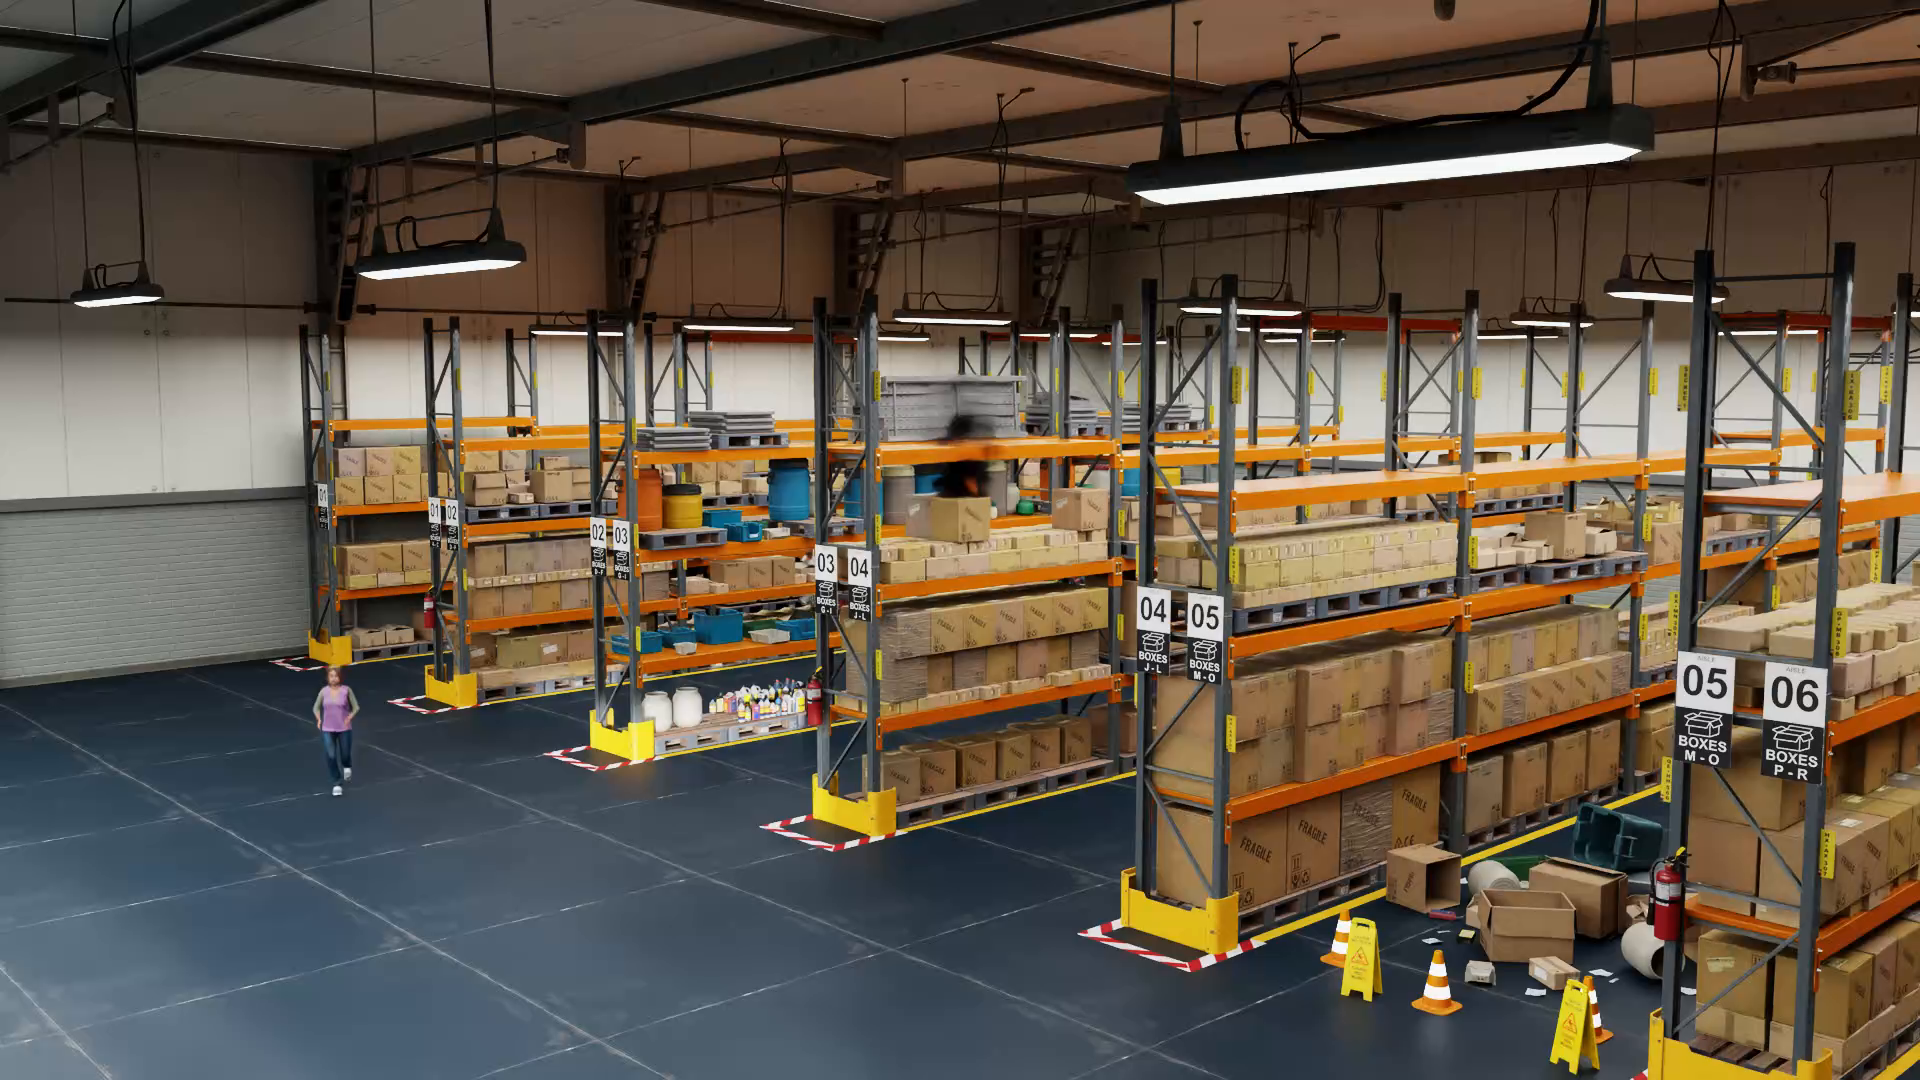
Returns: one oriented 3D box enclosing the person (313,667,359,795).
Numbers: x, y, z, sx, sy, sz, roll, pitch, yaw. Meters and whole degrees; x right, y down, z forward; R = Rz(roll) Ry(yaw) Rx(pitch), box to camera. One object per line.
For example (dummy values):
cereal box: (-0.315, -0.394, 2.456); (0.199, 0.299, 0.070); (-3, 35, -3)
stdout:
person: (-7.674, 2.330, 20.453); (0.537, 1.549, 0.594); (-2, 6, -15)

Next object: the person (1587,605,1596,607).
person: (9.219, 1.842, 24.346); (0.890, 1.793, 0.704); (-4, 7, -36)

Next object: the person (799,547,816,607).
person: (-2.986, 0.909, 33.521); (0.665, 1.761, 0.823); (4, 7, 38)
